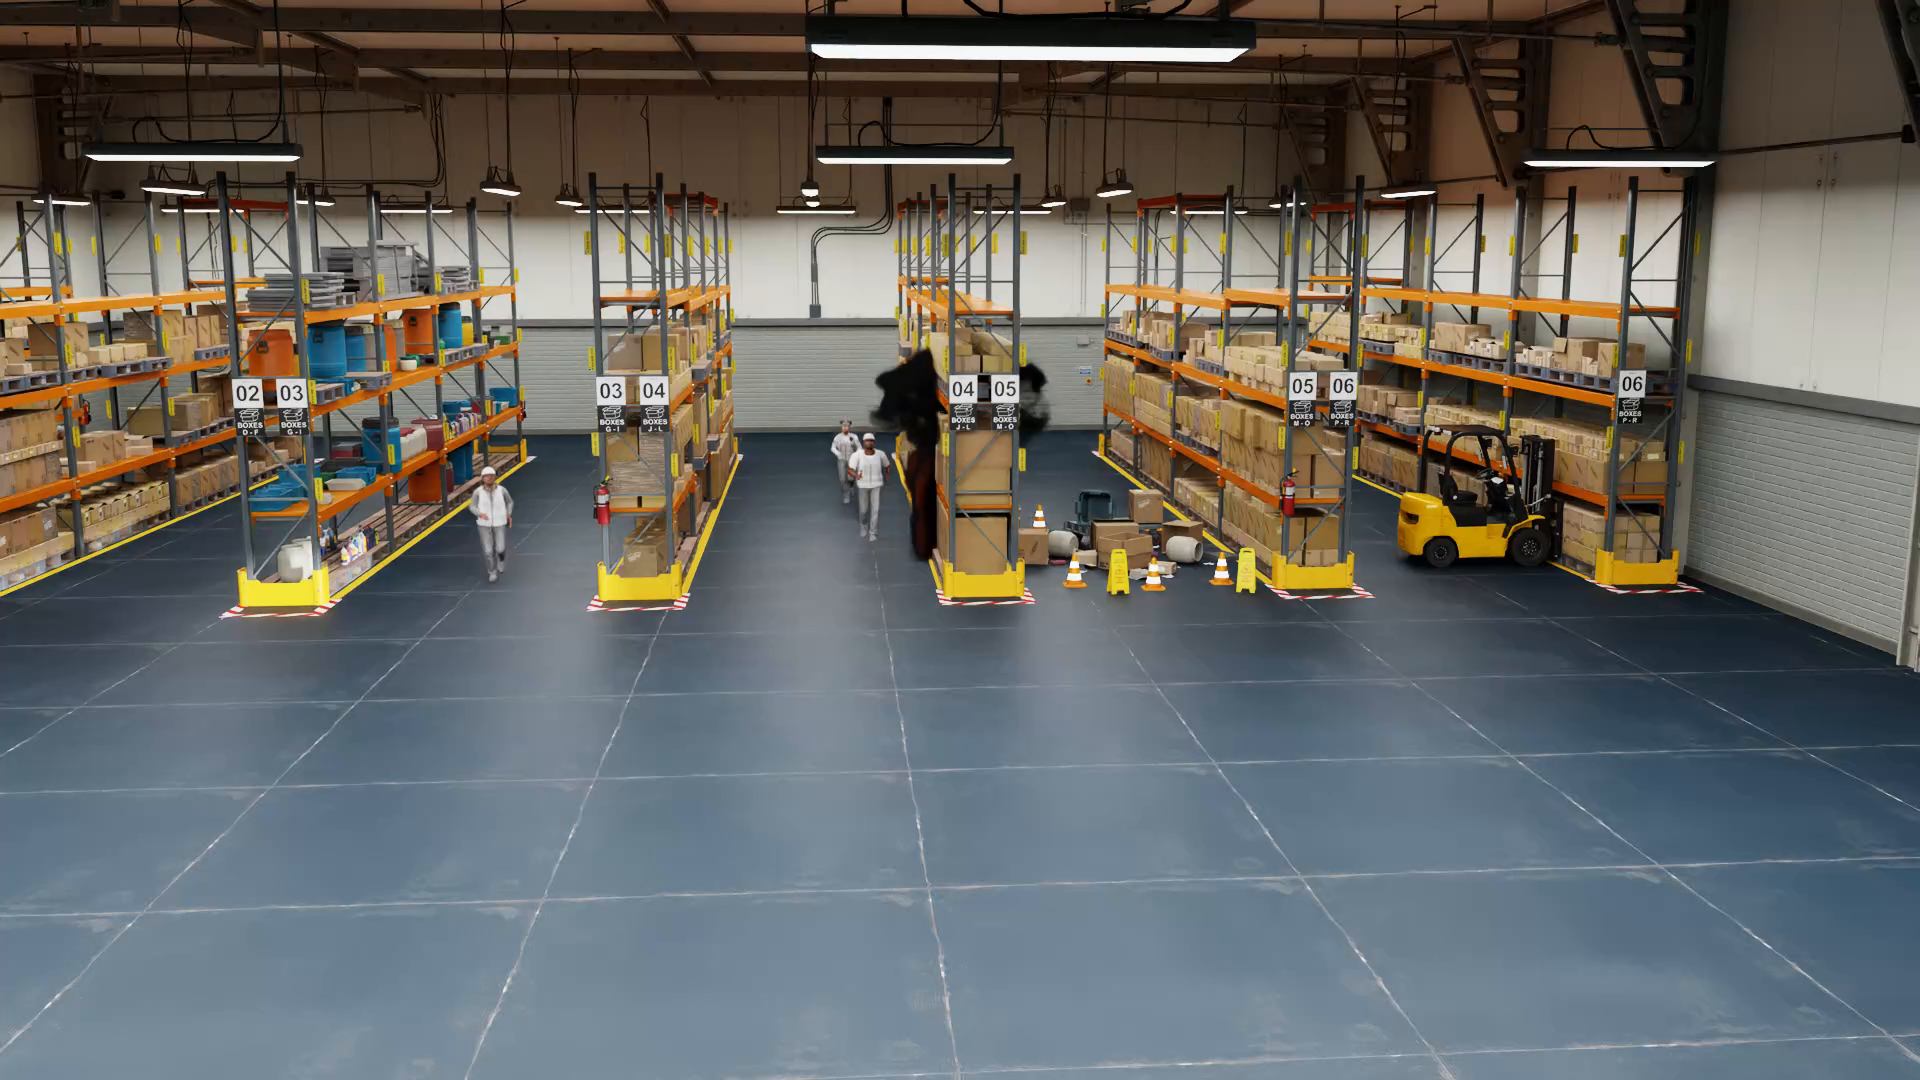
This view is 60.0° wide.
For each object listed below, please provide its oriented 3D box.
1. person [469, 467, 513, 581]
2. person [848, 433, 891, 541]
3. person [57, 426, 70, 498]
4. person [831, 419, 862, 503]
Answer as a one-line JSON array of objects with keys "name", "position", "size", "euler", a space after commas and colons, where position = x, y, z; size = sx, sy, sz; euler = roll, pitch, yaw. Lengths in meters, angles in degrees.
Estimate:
[{"name": "person", "position": [-7.063, -0.236, 25.067], "size": [0.616, 1.731, 0.569], "euler": [-3, 11, -17]}, {"name": "person", "position": [-1.453, -0.861, 26.938], "size": [0.714, 1.751, 0.725], "euler": [-1, 10, -8]}, {"name": "person", "position": [-16.925, -1.301, 31.356], "size": [0.582, 1.706, 0.826], "euler": [-2, 10, -10]}, {"name": "person", "position": [-2.240, -1.562, 32.833], "size": [0.612, 1.658, 0.542], "euler": [0, 10, 1]}]
